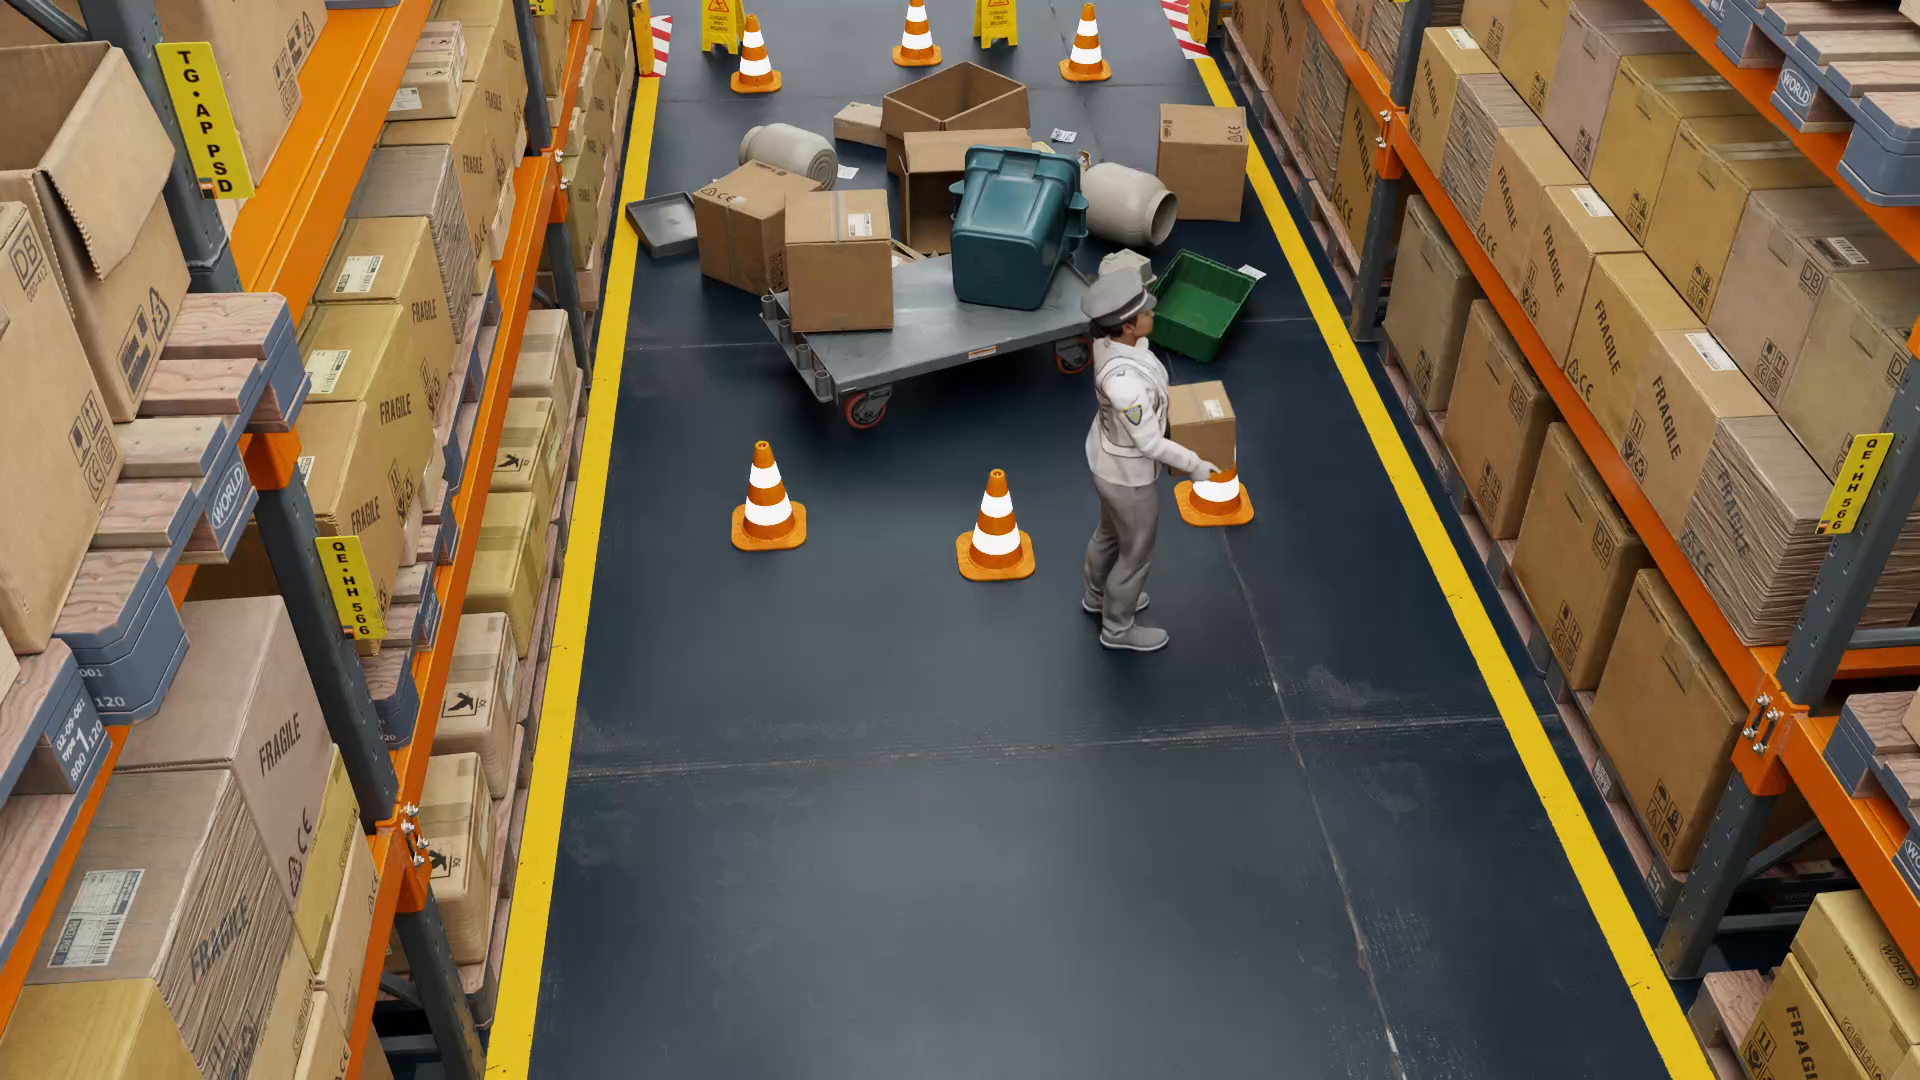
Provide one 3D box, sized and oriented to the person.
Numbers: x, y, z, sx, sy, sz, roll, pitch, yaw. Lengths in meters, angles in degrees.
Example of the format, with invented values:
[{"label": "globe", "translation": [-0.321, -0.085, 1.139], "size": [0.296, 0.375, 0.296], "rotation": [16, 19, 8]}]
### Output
[{"label": "person", "translation": [0.716, -0.295, 6.487], "size": [0.554, 1.695, 0.467], "rotation": [-2, 39, -2]}]
